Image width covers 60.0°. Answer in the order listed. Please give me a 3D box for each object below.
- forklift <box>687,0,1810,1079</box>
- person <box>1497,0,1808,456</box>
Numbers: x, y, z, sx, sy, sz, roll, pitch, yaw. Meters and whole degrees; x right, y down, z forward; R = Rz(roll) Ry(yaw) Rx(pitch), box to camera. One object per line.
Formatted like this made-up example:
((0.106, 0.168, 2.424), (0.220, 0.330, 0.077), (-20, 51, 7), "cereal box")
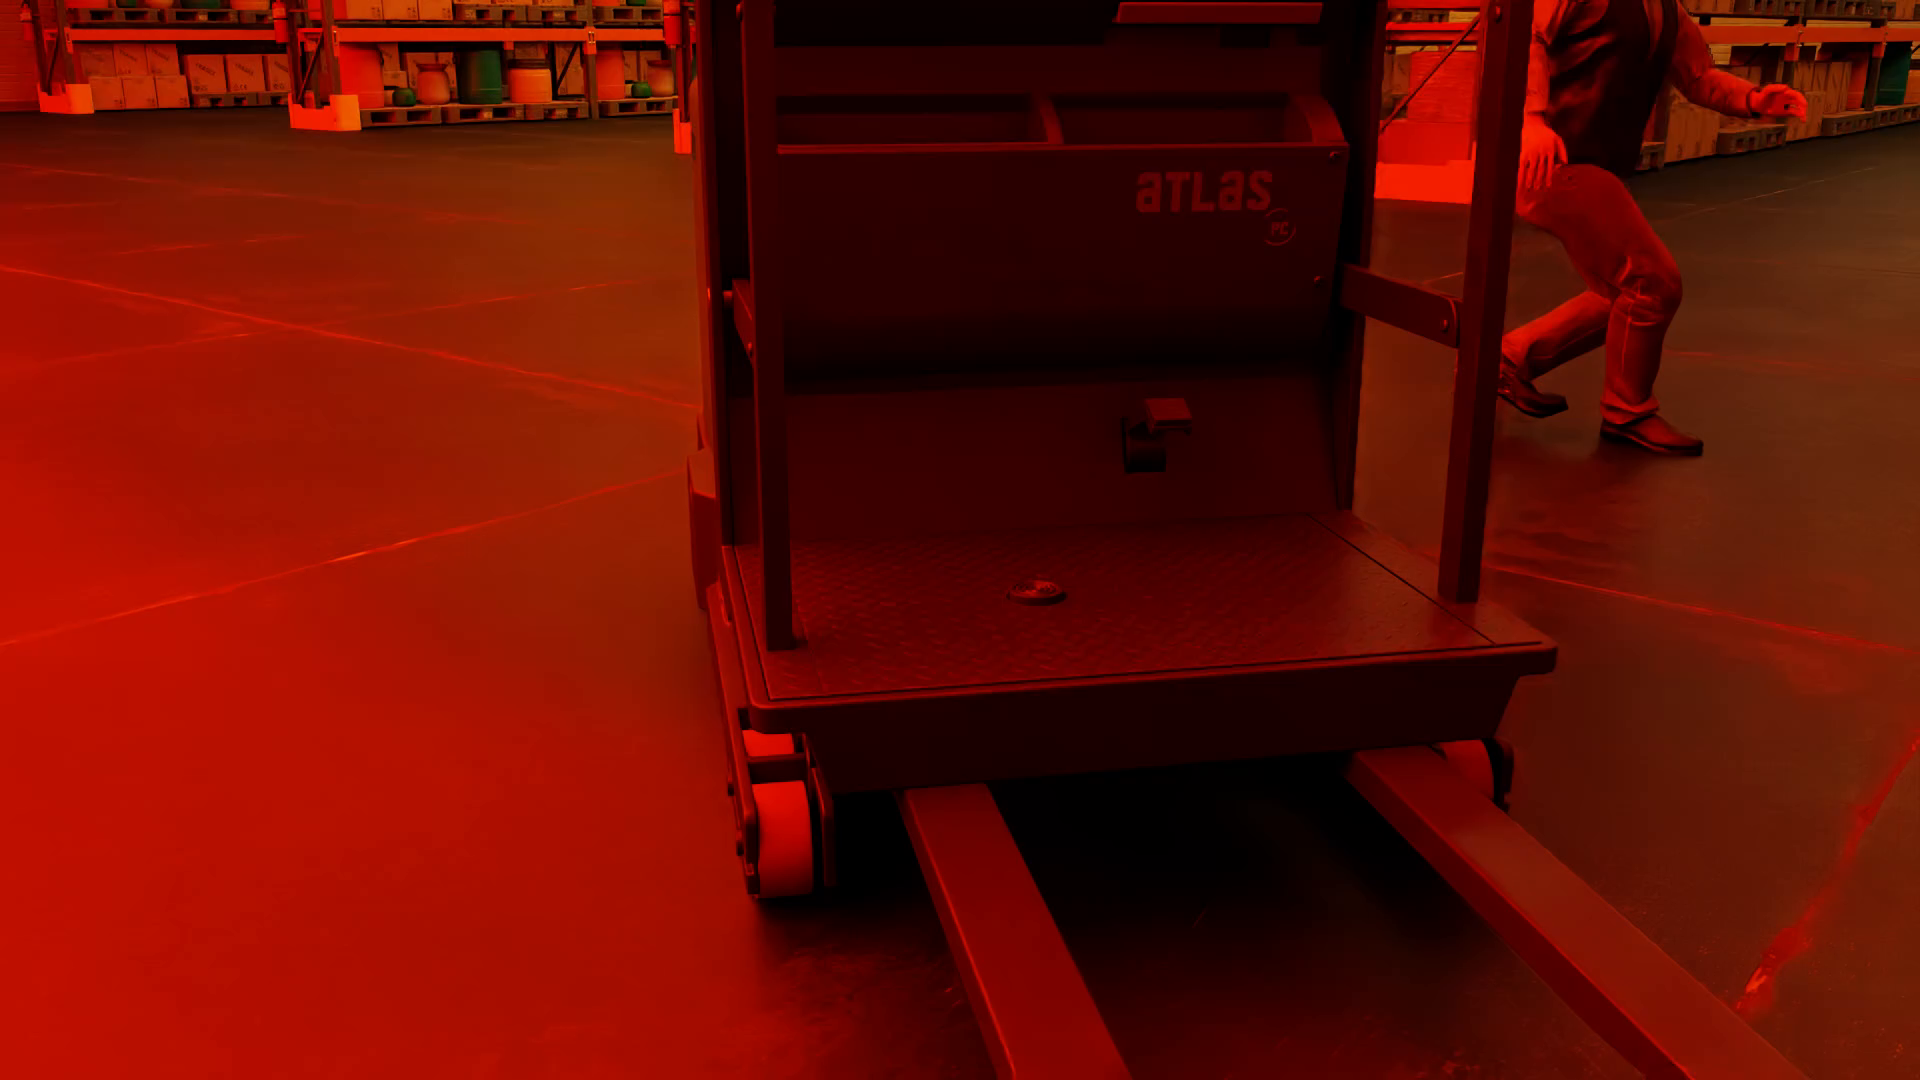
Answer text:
((0.187, -1.021, 2.258), (1.130, 2.935, 3.031), (-3, 17, -11), "forklift")
((1.841, -1.025, 4.597), (0.818, 1.593, 0.857), (13, 21, 36), "person")
